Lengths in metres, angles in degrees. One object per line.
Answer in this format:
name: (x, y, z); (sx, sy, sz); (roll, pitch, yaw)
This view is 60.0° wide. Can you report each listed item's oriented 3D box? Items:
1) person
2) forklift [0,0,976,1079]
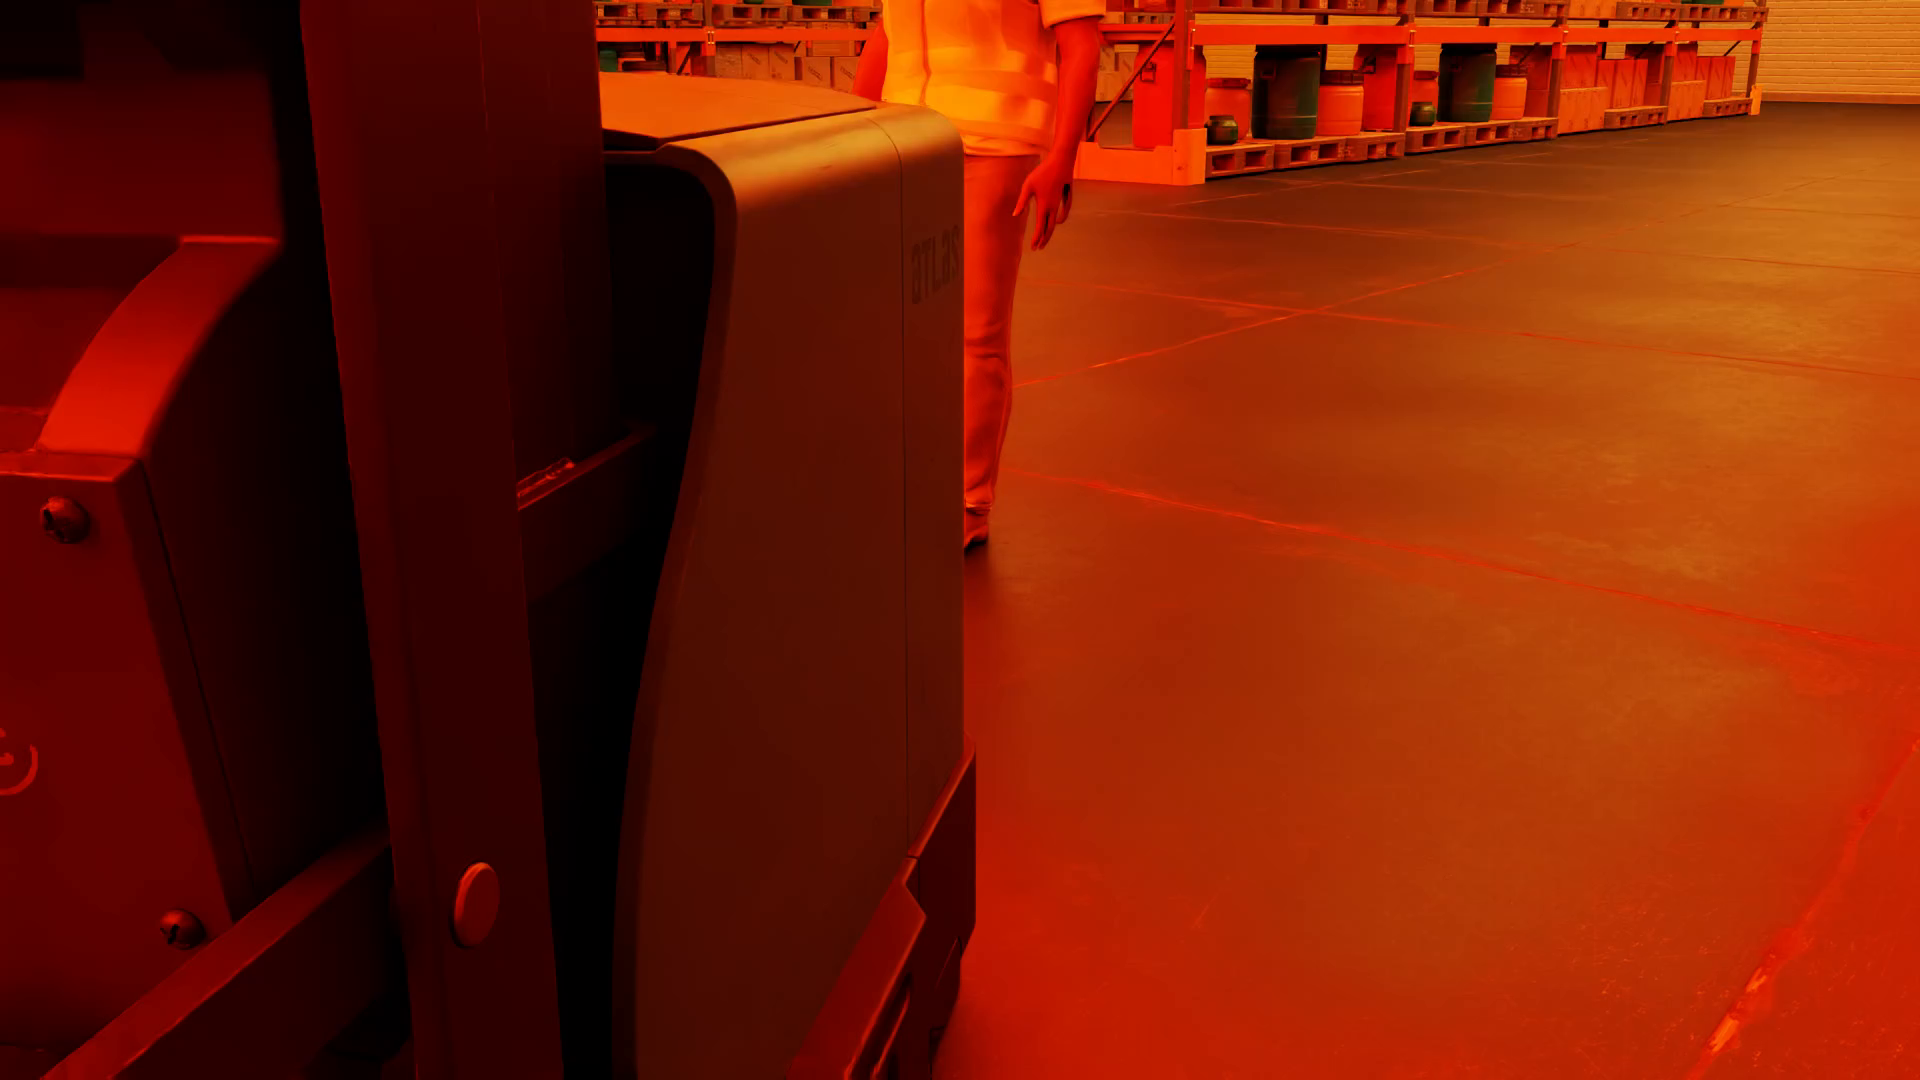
person: (-0.049, -0.838, 3.635); (0.665, 1.768, 0.575); (13, 21, 37)
forklift: (-0.810, -0.480, 0.479); (1.130, 2.935, 3.031); (4, 17, 12)
